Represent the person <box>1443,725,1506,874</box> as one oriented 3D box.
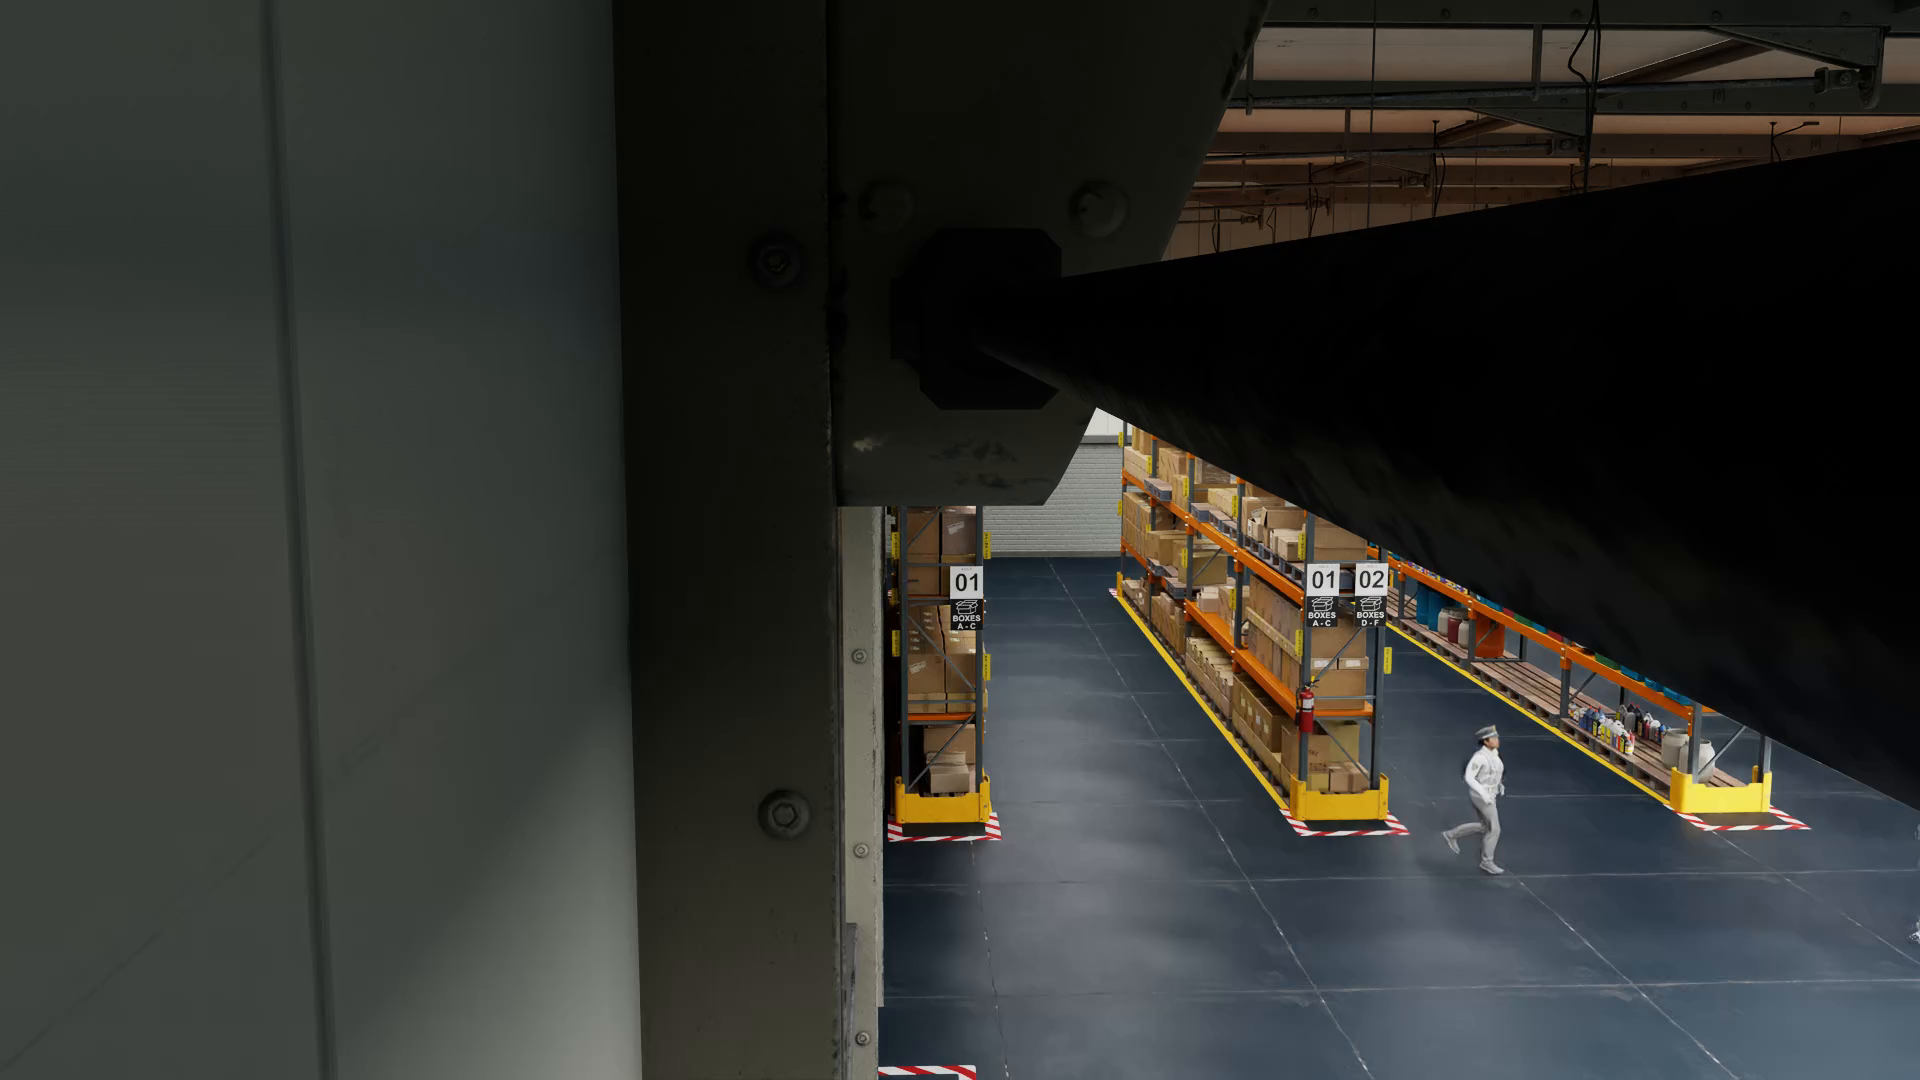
[{"bbox_3d":[5.823,2.889,18.765,0.723,1.710,0.617,6,10,35],"label":"person"}]
